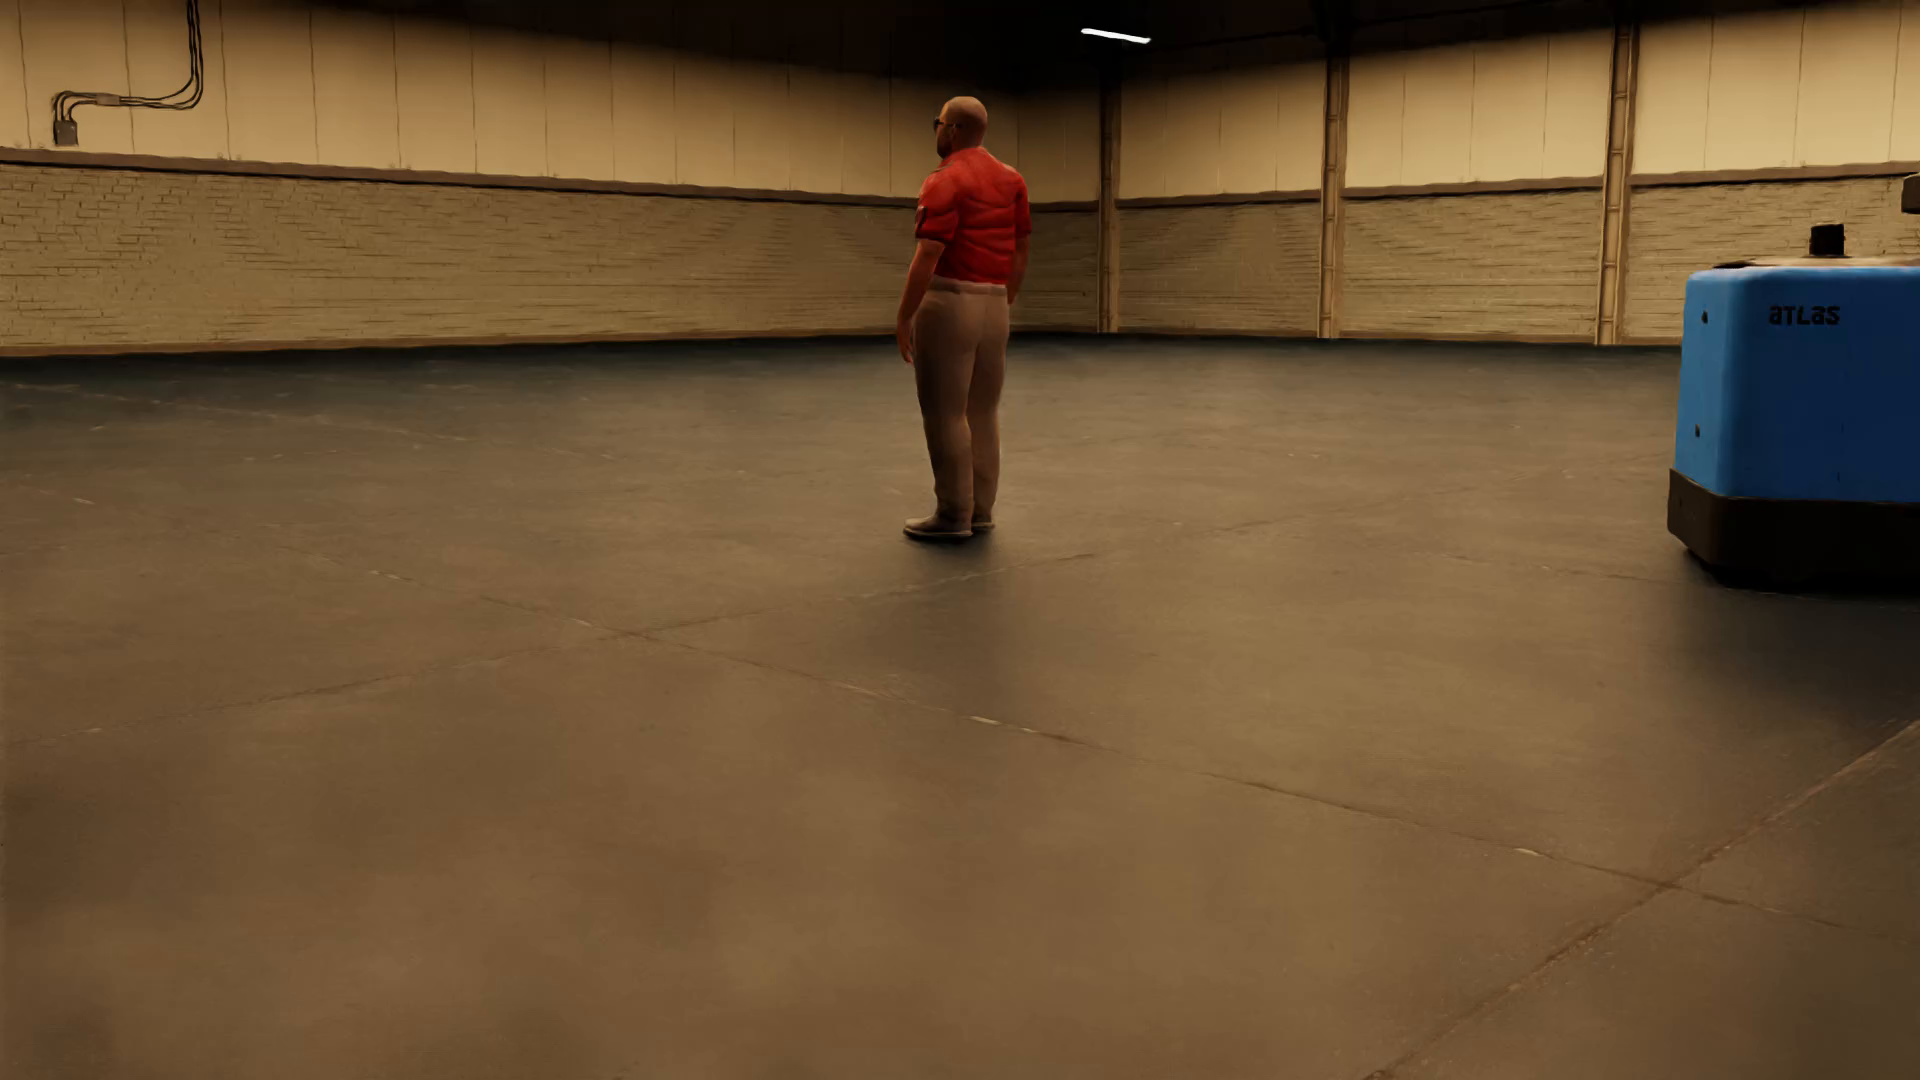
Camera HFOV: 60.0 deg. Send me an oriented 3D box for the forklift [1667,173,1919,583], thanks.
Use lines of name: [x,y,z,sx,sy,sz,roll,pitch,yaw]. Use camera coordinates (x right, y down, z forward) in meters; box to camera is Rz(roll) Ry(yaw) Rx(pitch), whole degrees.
forklift: [4.136,-1.305,5.540,3.031,2.935,1.130,2,9,14]

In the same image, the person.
person: [-0.056,-0.873,6.658,0.550,1.727,0.640,8,12,43]
